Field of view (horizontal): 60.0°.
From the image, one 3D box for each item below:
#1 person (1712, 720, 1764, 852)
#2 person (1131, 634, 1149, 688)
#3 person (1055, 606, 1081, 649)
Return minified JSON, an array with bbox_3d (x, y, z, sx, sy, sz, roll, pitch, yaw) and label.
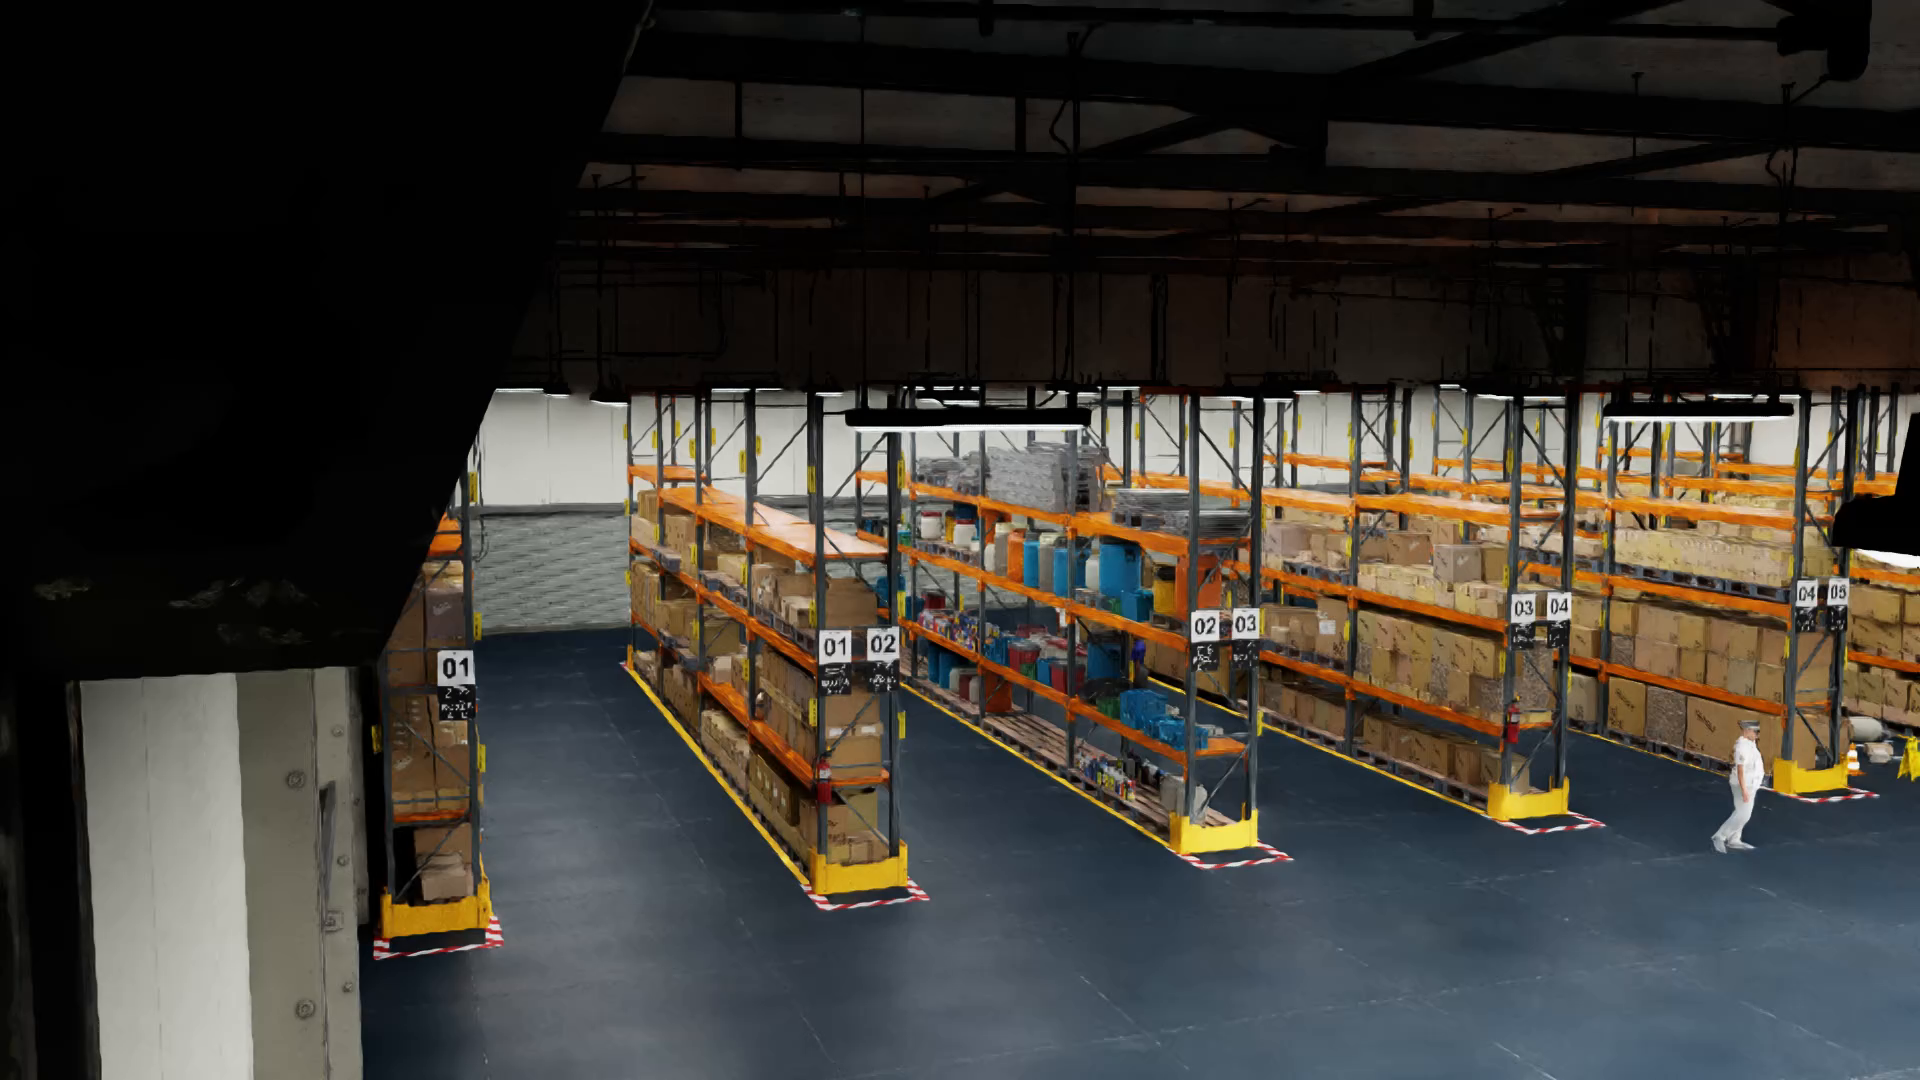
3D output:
[{"bbox_3d":[10.188,3.219,21.766,0.551,1.741,0.727,4,7,31],"label":"person"},{"bbox_3d":[3.215,2.405,30.045,0.528,1.645,0.531,1,6,9],"label":"person"},{"bbox_3d":[2.338,1.780,35.851,0.577,1.691,1.121,-2,6,-16],"label":"person"}]
